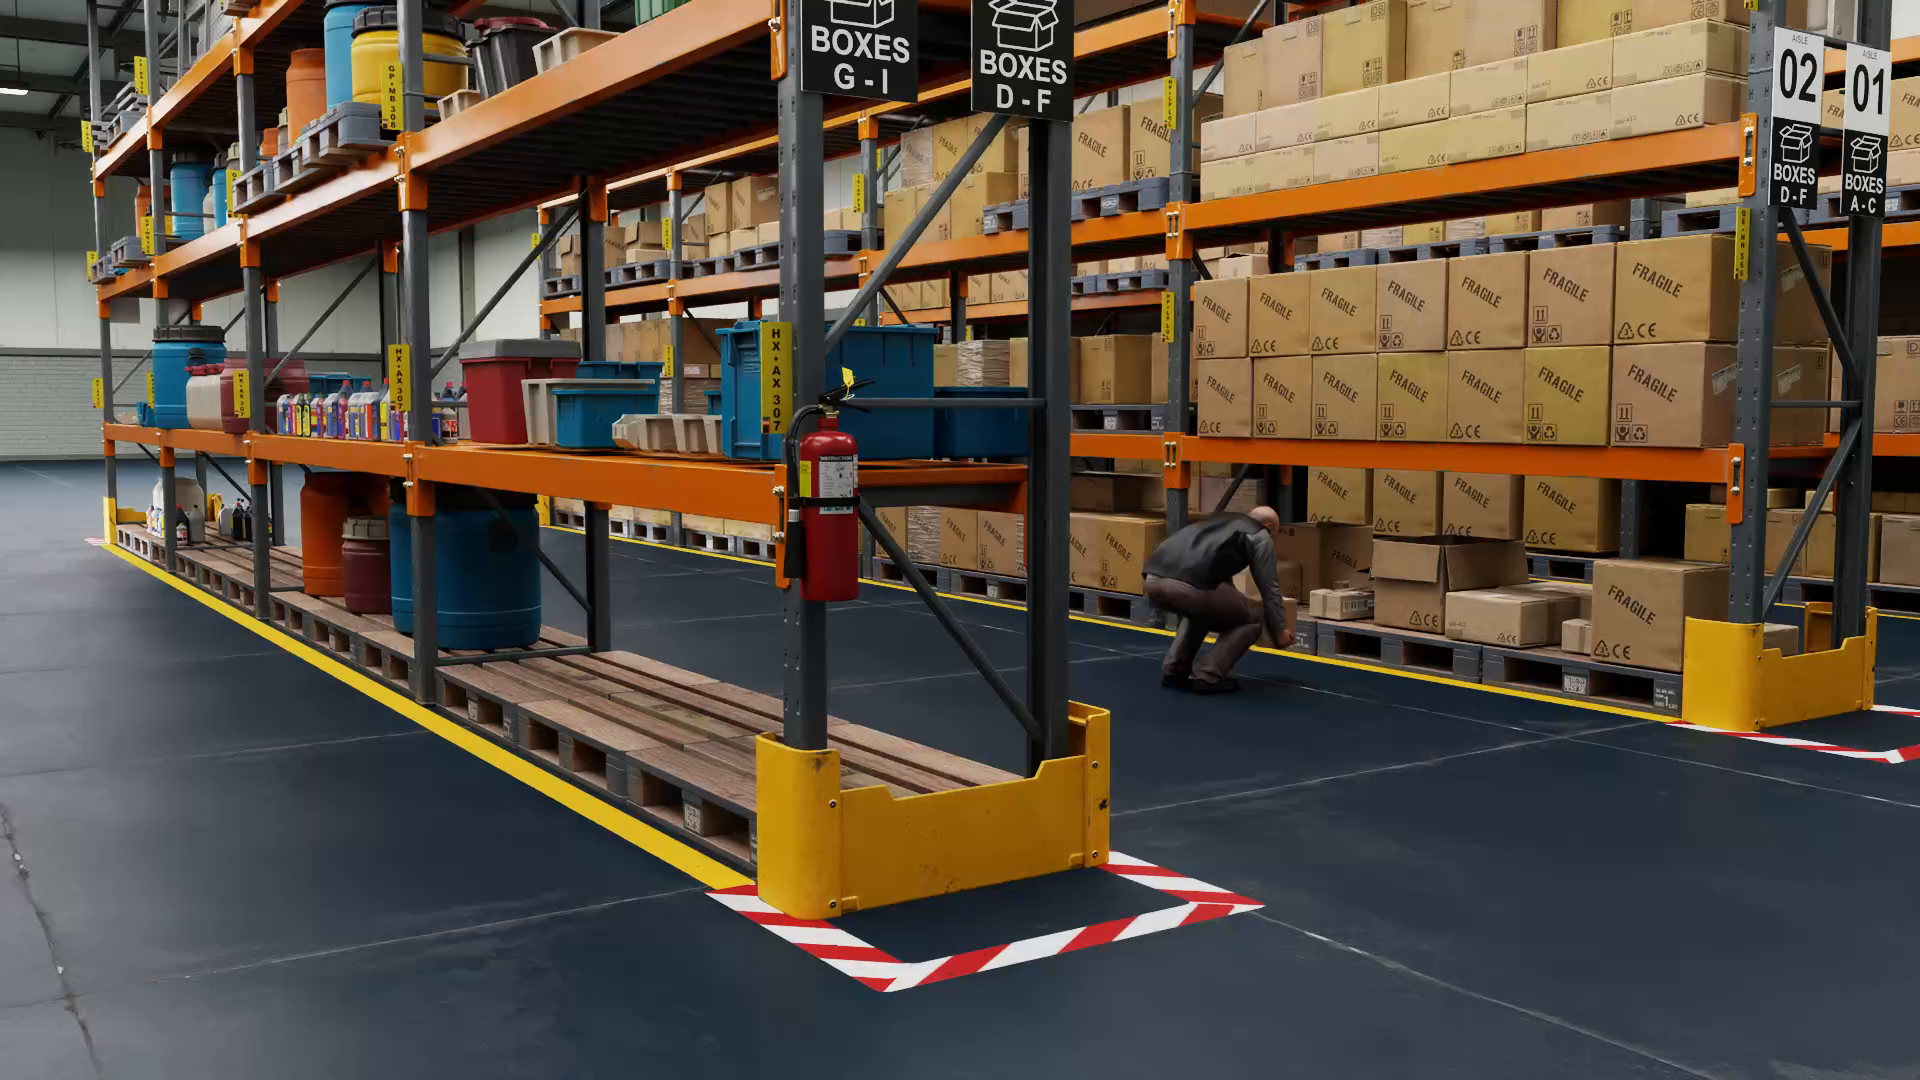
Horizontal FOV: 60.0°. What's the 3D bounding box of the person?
[{"bbox_3d":[1.389,0.311,8.924,0.908,0.955,0.513,-3,6,-35],"label":"person"}]
